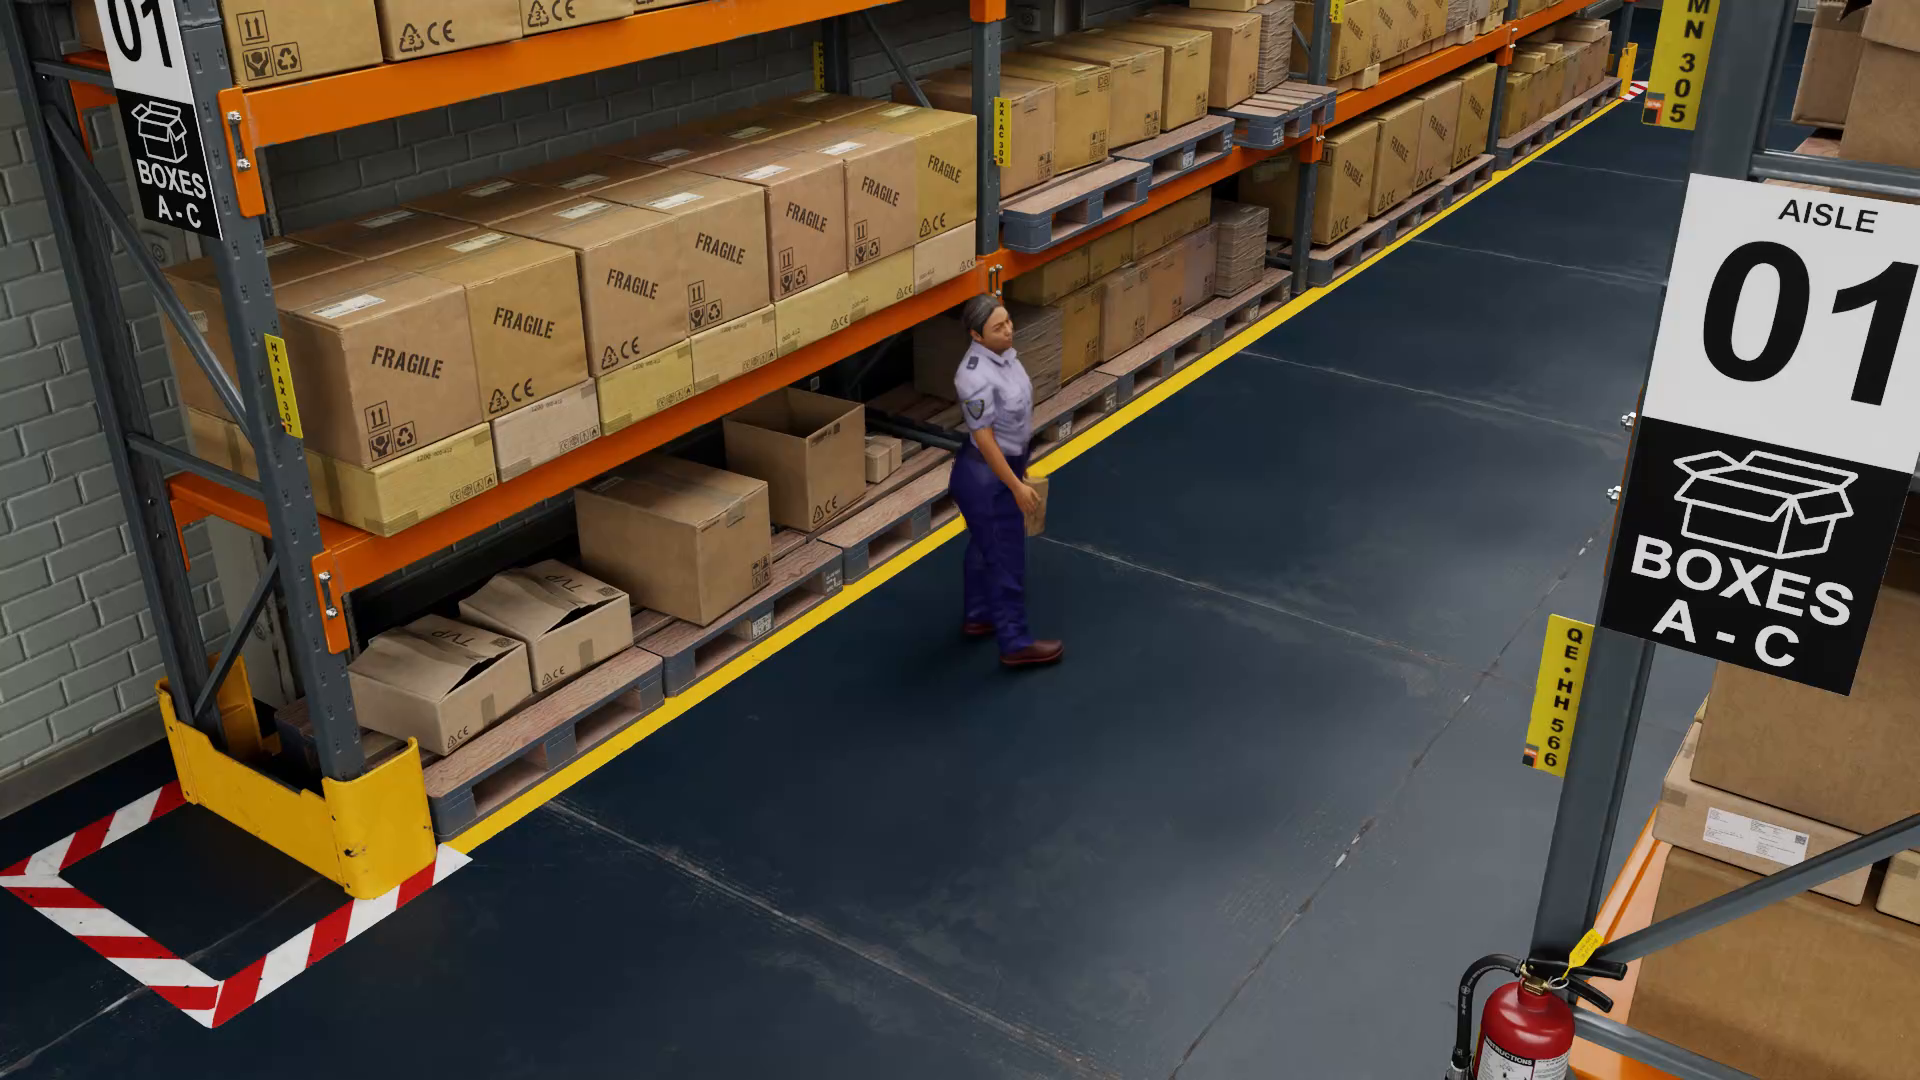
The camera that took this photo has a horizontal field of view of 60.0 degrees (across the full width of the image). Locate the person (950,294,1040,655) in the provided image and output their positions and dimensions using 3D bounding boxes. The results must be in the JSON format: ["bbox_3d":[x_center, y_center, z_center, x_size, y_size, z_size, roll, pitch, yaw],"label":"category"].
[{"bbox_3d":[0.168,-0.295,7.112,0.396,1.569,0.494,4,27,7],"label":"person"}]
